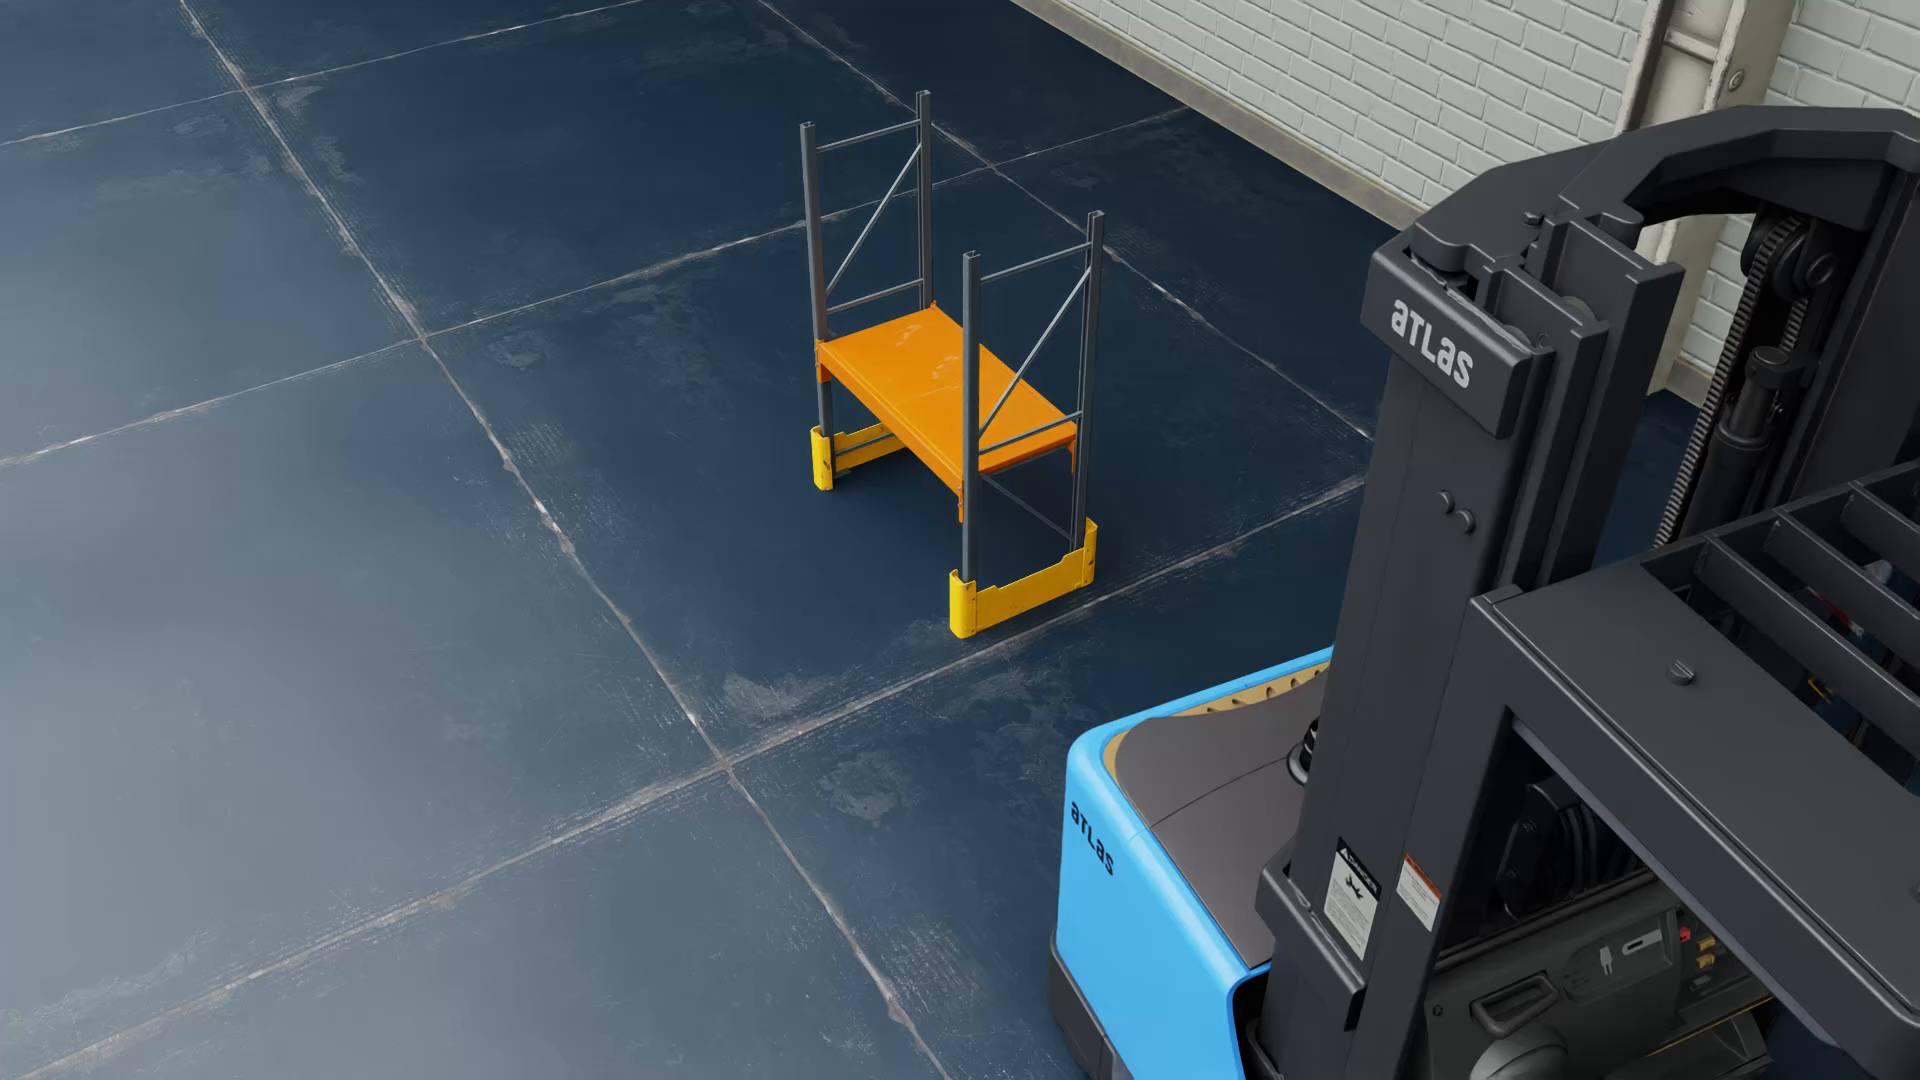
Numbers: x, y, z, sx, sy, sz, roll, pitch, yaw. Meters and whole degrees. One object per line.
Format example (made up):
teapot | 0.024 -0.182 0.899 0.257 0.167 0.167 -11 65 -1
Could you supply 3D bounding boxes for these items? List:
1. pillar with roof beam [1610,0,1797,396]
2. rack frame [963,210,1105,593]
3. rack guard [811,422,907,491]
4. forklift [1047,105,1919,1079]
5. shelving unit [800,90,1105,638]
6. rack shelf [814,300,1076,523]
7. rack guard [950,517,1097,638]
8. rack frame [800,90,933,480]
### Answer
pillar with roof beam | -0.859 -2.685 2.443 9.100 9.000 0.400 -22 45 -24
rack frame | 0.227 -0.348 5.496 0.500 1.500 0.032 -22 45 -24
rack guard | -0.309 -0.406 6.542 0.587 0.250 0.087 -22 45 -24
forklift | 1.314 0.902 2.878 1.130 2.935 3.031 -16 43 -19
shelving unit | -0.041 -0.617 5.819 0.587 1.500 1.083 -22 45 -24
rack shelf | -0.046 -0.484 5.940 0.538 0.185 1.000 -22 45 -24
rack guard | 0.227 0.132 5.897 0.587 0.250 0.087 -22 45 -24
rack frame | -0.319 -0.897 6.154 0.500 1.500 0.032 -22 45 -24
